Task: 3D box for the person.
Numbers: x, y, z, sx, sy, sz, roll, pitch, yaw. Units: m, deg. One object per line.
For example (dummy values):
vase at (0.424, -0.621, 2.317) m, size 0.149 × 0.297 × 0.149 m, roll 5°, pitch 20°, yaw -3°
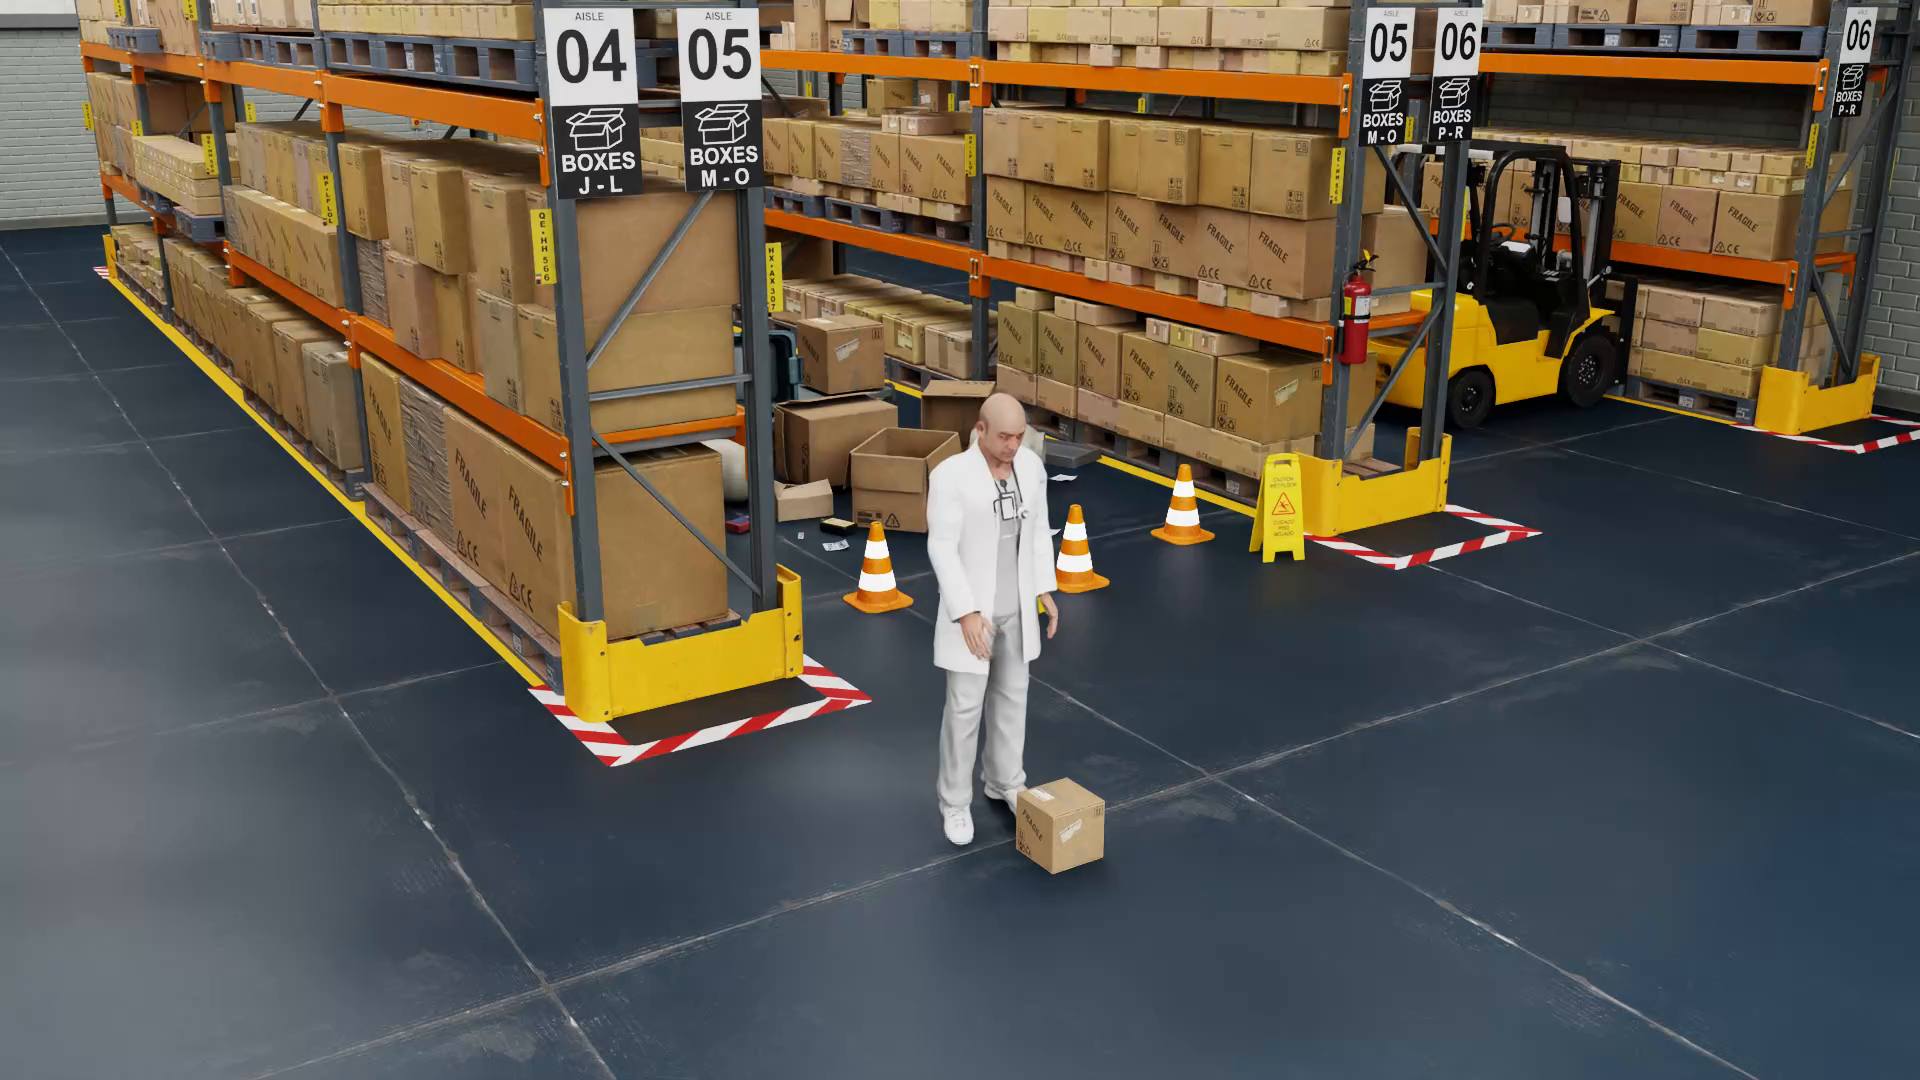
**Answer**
person at (0.138, 0.308, 6.678) m, size 0.591 × 1.836 × 0.446 m, roll -12°, pitch 21°, yaw -32°
